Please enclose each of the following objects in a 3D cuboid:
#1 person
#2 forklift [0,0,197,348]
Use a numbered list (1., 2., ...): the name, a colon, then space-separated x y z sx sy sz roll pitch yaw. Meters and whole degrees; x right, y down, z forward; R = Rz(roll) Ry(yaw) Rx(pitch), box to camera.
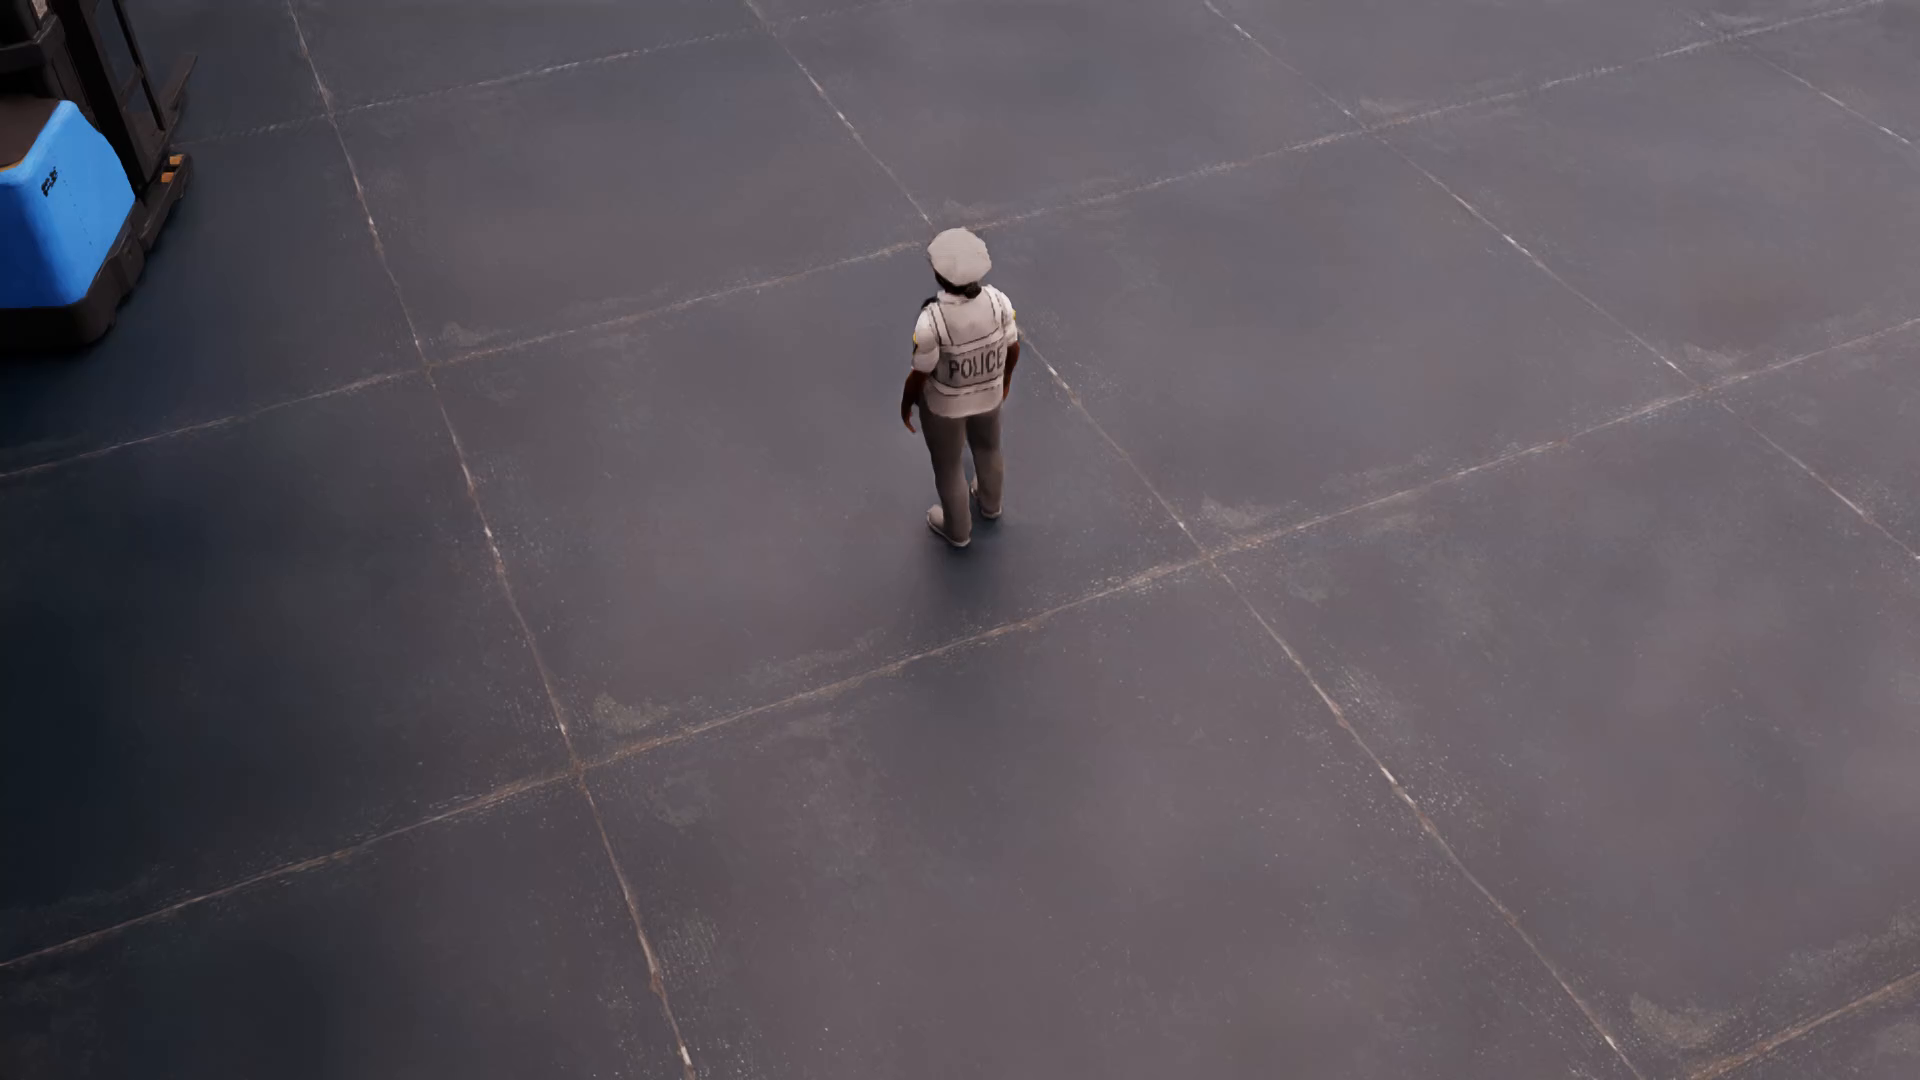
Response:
1. person: -0.014 -0.677 7.302 0.570 1.693 0.527 -18 46 -18
2. forklift: -5.231 -3.062 8.961 1.130 2.935 3.031 -3 43 -4
